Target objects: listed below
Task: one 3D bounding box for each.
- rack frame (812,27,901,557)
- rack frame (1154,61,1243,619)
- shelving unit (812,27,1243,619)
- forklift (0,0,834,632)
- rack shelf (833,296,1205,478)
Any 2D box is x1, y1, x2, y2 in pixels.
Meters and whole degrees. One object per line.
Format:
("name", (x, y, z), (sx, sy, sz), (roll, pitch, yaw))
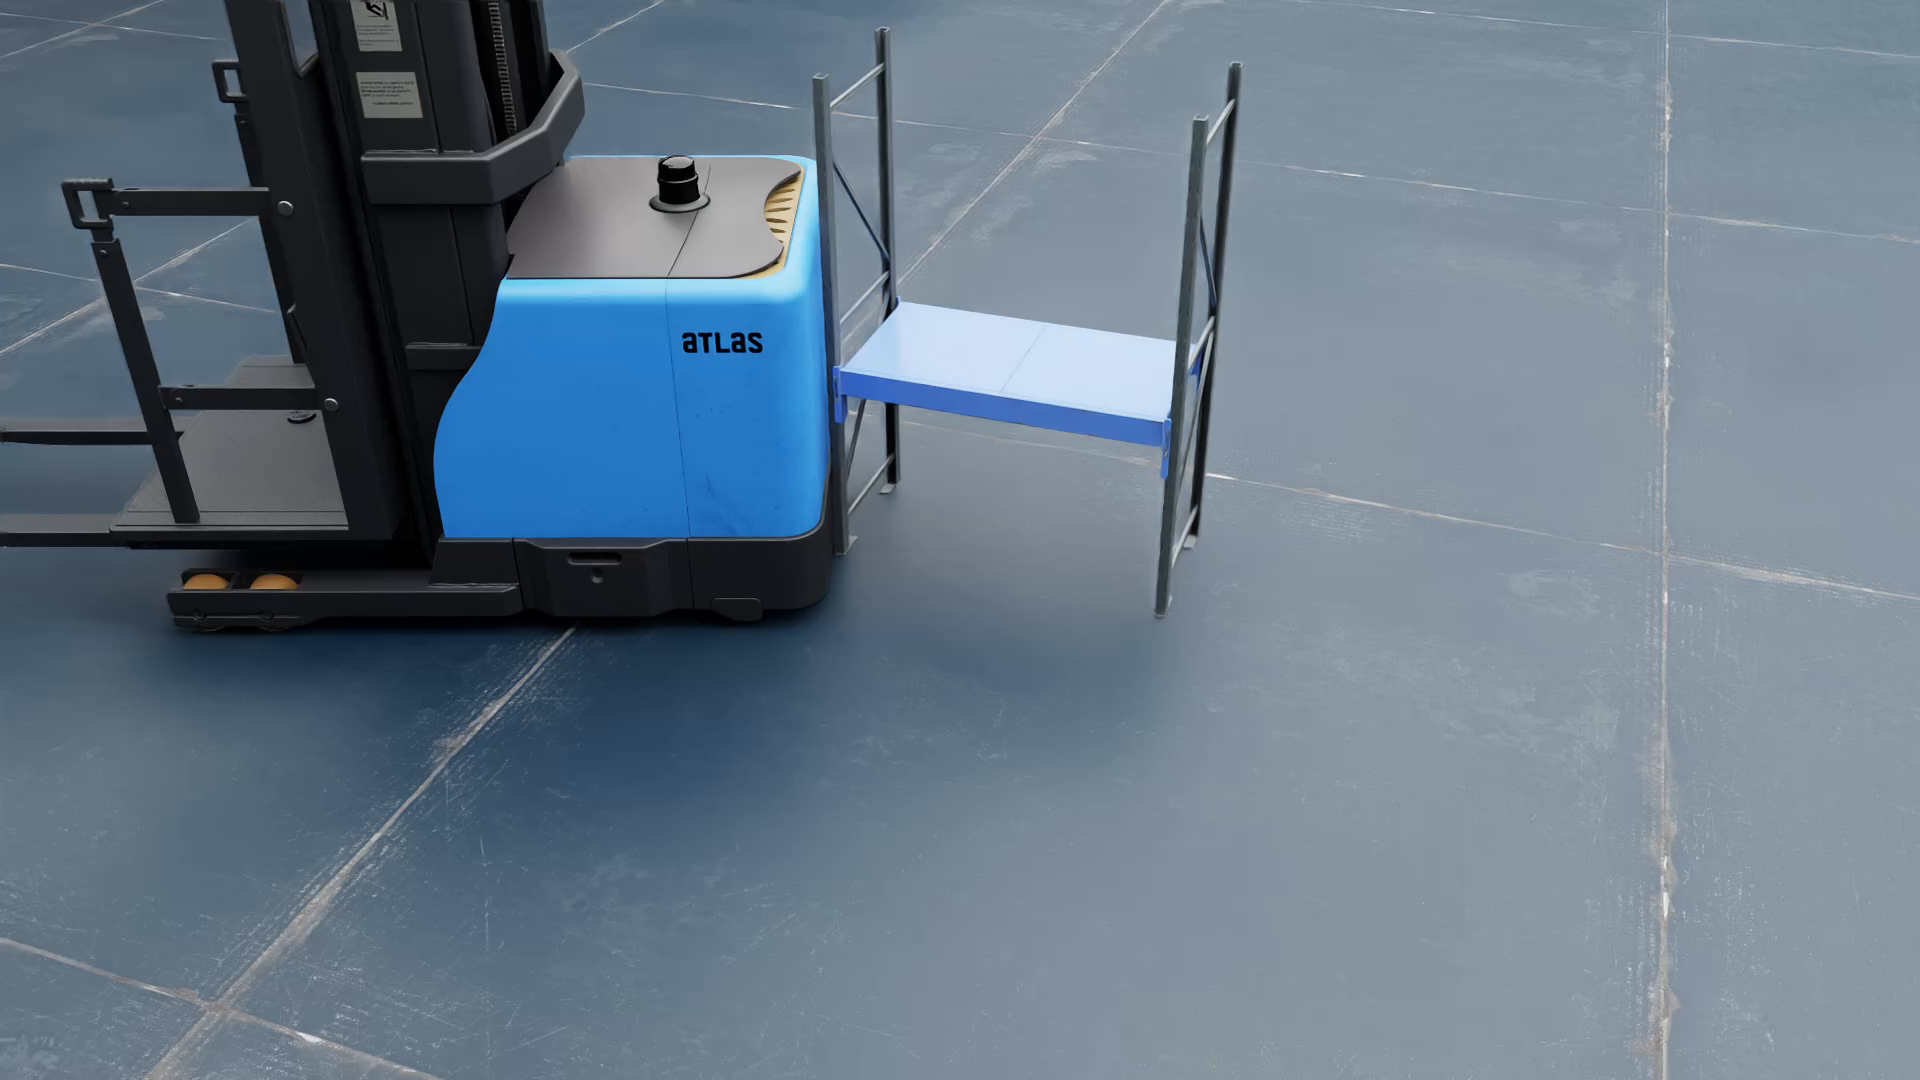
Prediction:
("rack frame", (-0.294, -0.708, 4.964), (0.032, 1.500, 0.500), (11, 34, 16))
("rack frame", (0.668, -0.530, 4.688), (0.032, 1.500, 0.500), (11, 34, 16))
("shelving unit", (0.187, -0.619, 4.826), (1.048, 1.500, 0.538), (11, 34, 16))
("forklift", (-1.905, -1.253, 4.488), (3.031, 2.935, 1.130), (0, 33, 0))
("rack shelf", (0.187, -0.468, 4.924), (1.000, 0.185, 0.538), (11, 34, 16))
